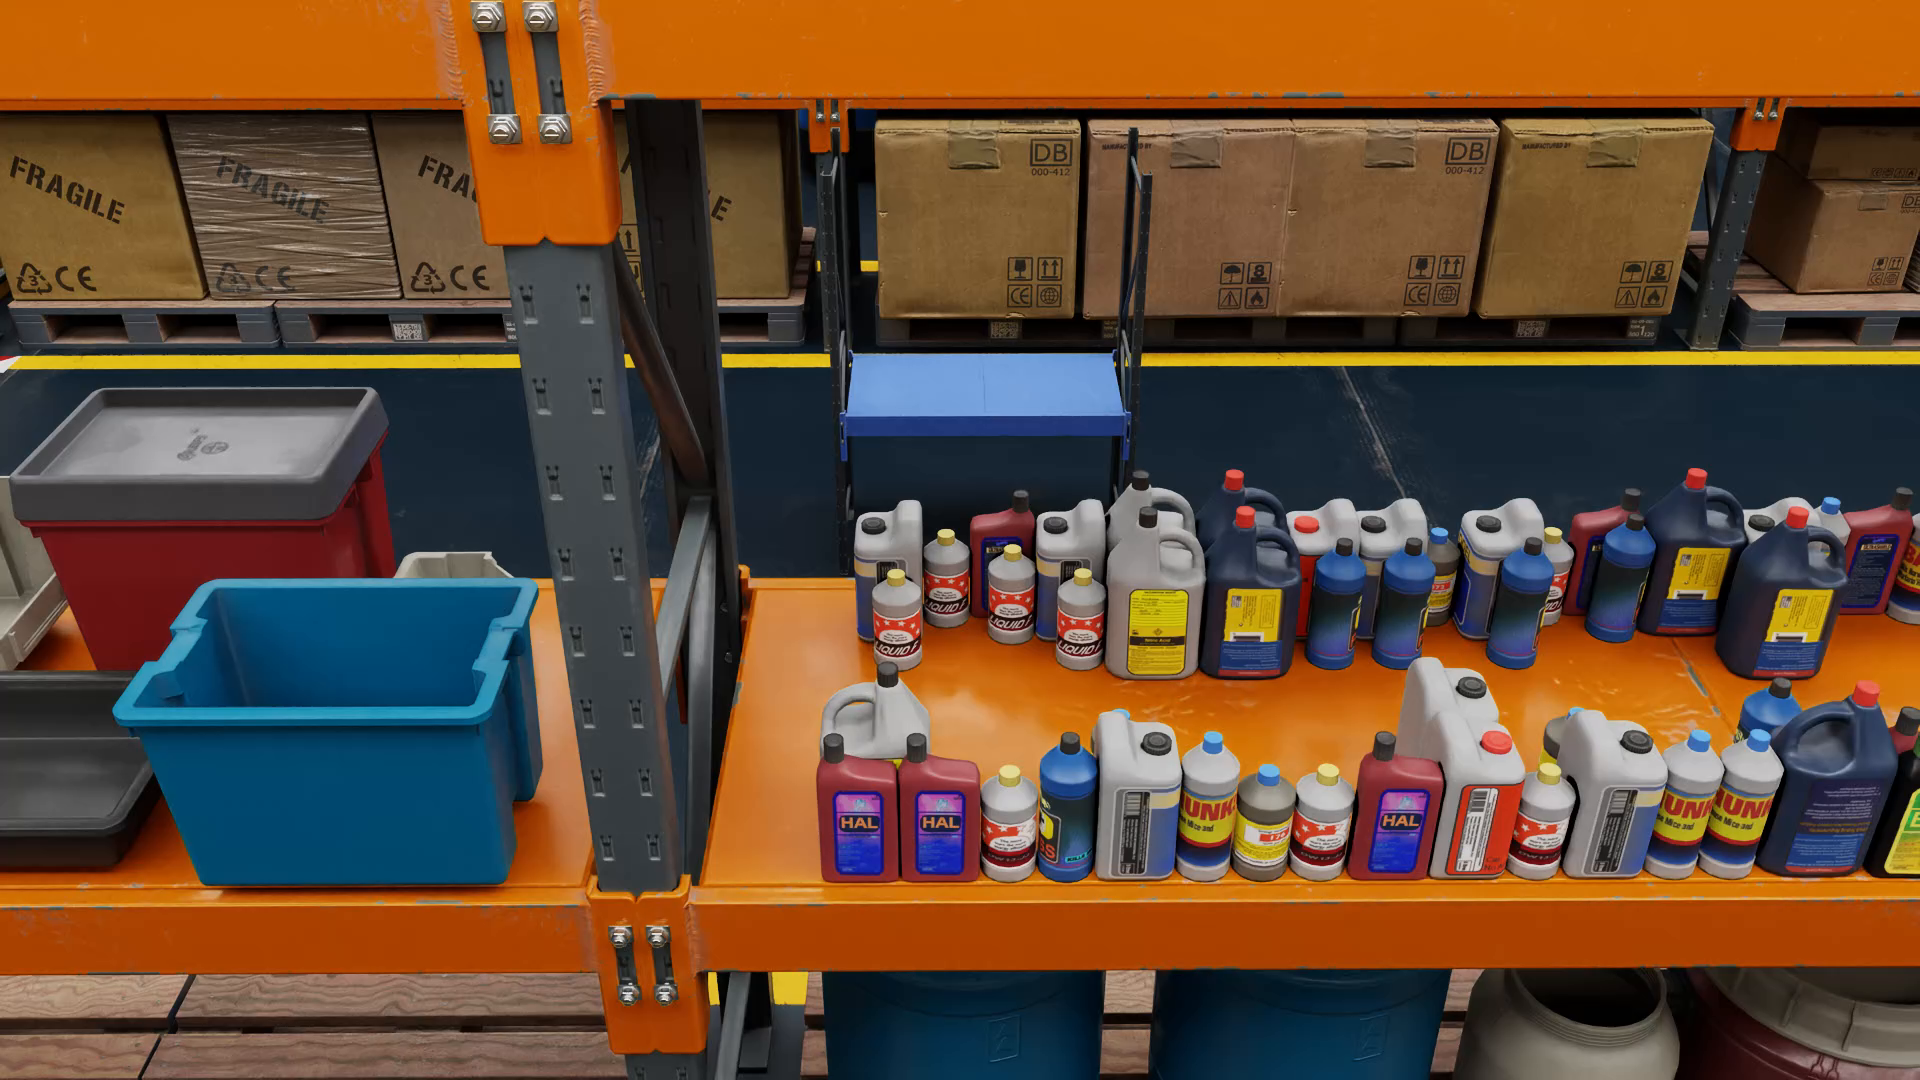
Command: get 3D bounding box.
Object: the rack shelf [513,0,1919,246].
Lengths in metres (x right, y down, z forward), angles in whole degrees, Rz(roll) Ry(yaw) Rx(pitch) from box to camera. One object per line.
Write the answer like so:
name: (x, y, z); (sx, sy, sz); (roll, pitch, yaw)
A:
rack shelf: (1.464, -0.810, 2.495); (4.000, 0.370, 1.077); (0, 31, 0)

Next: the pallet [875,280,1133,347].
pallet: (0.205, -1.247, 8.102); (1.213, 0.211, 1.003); (0, 31, 0)

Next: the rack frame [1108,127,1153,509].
rack frame: (0.594, -0.643, 5.864); (0.032, 1.500, 0.500); (0, 31, 0)

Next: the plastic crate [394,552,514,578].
plastic crate: (-1.003, 0.186, 3.249); (0.243, 0.136, 0.396); (0, 31, 0)

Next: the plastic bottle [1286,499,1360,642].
plastic bottle: (0.726, 0.053, 3.391); (0.135, 0.276, 0.152); (0, 31, 0)

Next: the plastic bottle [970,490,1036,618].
plastic bottle: (0.087, 0.028, 3.425); (0.133, 0.283, 0.061); (0, 31, 0)

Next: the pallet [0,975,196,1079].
pallet: (-2.494, 1.391, 3.754); (1.213, 0.211, 1.003); (0, 31, 0)

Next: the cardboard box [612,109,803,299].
cardboard box: (-1.227, -1.709, 7.818); (0.875, 0.875, 0.875); (0, 31, 0)

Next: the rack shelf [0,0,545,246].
rack shelf: (-2.536, -0.798, 2.474); (4.000, 0.370, 1.077); (0, 31, 0)

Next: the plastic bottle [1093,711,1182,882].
plastic bottle: (0.295, 0.419, 2.787); (0.135, 0.276, 0.152); (0, 31, 0)

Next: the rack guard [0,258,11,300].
rack guard: (-4.590, -1.317, 7.938); (0.348, 0.500, 1.175); (0, 31, 0)

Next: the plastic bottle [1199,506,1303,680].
plastic bottle: (0.567, 0.094, 3.251); (0.185, 0.351, 0.144); (0, 31, 0)

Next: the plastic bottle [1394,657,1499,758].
plastic bottle: (0.854, 0.339, 2.920); (0.135, 0.276, 0.152); (0, 31, 0)

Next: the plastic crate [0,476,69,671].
plastic crate: (-2.064, 0.105, 3.241); (0.530, 0.282, 0.437); (0, 31, 0)

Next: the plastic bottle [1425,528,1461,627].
plastic bottle: (0.976, 0.069, 3.435); (0.097, 0.201, 0.097); (0, 31, 0)

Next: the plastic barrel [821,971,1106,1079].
plastic barrel: (0.008, 0.896, 3.500); (0.708, 0.901, 0.600); (0, 31, 0)

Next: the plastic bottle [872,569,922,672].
plastic bottle: (-0.125, 0.152, 3.300); (0.097, 0.201, 0.097); (0, 31, 0)

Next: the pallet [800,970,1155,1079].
pallet: (0.236, 1.382, 3.768); (1.213, 0.211, 1.003); (0, 31, 0)

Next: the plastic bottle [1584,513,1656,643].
plastic bottle: (1.342, 0.070, 3.367); (0.097, 0.271, 0.097); (0, 31, 0)

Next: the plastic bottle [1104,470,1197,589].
plastic bottle: (0.381, 0.020, 3.374); (0.185, 0.351, 0.144); (0, 31, 0)

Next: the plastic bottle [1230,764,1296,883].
plastic bottle: (0.508, 0.465, 2.784); (0.097, 0.201, 0.097); (0, 31, 0)

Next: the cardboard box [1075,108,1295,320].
cardboard box: (0.967, -1.685, 7.779); (0.875, 0.875, 1.225); (-1, 31, -2)

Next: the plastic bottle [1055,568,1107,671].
plastic bottle: (0.241, 0.151, 3.302); (0.097, 0.201, 0.097); (0, 31, 0)

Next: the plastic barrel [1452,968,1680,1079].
plastic barrel: (1.281, 1.105, 3.531); (0.421, 0.512, 0.421); (0, 31, 0)

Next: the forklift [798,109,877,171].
forklift: (0.569, -3.611, 9.376); (3.031, 2.935, 1.130); (0, 31, -1)

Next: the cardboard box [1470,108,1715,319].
cardboard box: (2.744, -1.690, 7.788); (0.875, 0.875, 1.225); (-2, 31, -3)

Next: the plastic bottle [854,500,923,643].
plastic bottle: (-0.144, 0.055, 3.387); (0.135, 0.276, 0.152); (0, 31, 0)

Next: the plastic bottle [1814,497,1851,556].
plastic bottle: (1.758, 0.037, 3.421); (0.097, 0.271, 0.097); (0, 31, 0)

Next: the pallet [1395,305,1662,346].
pallet: (2.645, -1.255, 8.115); (1.213, 0.211, 1.003); (0, 31, 0)

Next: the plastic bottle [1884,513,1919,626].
plastic bottle: (1.989, 0.036, 3.422); (0.097, 0.271, 0.097); (0, 31, 0)

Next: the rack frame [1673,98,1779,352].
rack frame: (3.434, -2.411, 7.331); (0.127, 3.000, 1.000); (0, 31, 0)

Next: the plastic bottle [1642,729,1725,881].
plastic bottle: (1.203, 0.433, 2.769); (0.097, 0.271, 0.097); (0, 31, 0)

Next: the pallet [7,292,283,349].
pallet: (-3.767, -1.236, 8.084); (1.213, 0.211, 1.003); (0, 31, 0)

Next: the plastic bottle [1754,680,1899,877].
plastic bottle: (1.441, 0.386, 2.770); (0.185, 0.351, 0.144); (0, 31, 0)

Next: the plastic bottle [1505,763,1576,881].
plastic bottle: (0.971, 0.463, 2.786); (0.097, 0.201, 0.097); (0, 31, 0)

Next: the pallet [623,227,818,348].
pallet: (-1.327, -1.244, 8.097); (1.213, 0.211, 1.003); (0, 31, 0)

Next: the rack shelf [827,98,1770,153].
rack shelf: (1.434, -2.097, 7.508); (4.000, 0.370, 1.077); (0, 31, 0)

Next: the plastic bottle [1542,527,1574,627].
plastic bottle: (1.208, 0.069, 3.437); (0.097, 0.201, 0.097); (0, 31, 0)

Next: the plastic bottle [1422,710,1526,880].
plastic bottle: (0.855, 0.417, 2.790); (0.135, 0.276, 0.152); (0, 31, 0)

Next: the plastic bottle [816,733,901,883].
plastic bottle: (-0.167, 0.441, 2.744); (0.133, 0.283, 0.061); (0, 31, 0)

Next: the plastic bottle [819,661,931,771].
plastic bottle: (-0.142, 0.359, 2.814); (0.185, 0.351, 0.144); (0, 31, 0)

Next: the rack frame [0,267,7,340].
rack frame: (-4.566, -2.386, 7.290); (0.127, 3.000, 1.000); (0, 31, 0)

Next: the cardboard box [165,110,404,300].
cardboard box: (-3.017, -1.703, 7.809); (0.875, 0.875, 0.875); (0, 31, 0)

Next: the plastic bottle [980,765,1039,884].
plastic bottle: (0.082, 0.466, 2.782); (0.097, 0.201, 0.097); (0, 31, 0)

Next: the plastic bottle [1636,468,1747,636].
plastic bottle: (1.482, 0.016, 3.379); (0.185, 0.351, 0.144); (0, 31, 0)

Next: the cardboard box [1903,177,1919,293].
cardboard box: (4.658, -1.551, 7.900); (0.500, 0.500, 0.700); (-3, 31, -4)

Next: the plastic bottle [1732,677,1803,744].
plastic bottle: (1.397, 0.357, 2.894); (0.097, 0.271, 0.097); (0, 31, 0)

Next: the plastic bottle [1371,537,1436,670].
plastic bottle: (0.879, 0.119, 3.287); (0.097, 0.271, 0.097); (0, 31, 0)

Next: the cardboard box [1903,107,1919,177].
cardboard box: (4.634, -1.875, 7.712); (0.500, 0.250, 0.500); (3, 31, 5)

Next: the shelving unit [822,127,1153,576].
shelving unit: (0.085, -0.641, 5.861); (1.048, 1.500, 0.538); (0, 31, 0)
